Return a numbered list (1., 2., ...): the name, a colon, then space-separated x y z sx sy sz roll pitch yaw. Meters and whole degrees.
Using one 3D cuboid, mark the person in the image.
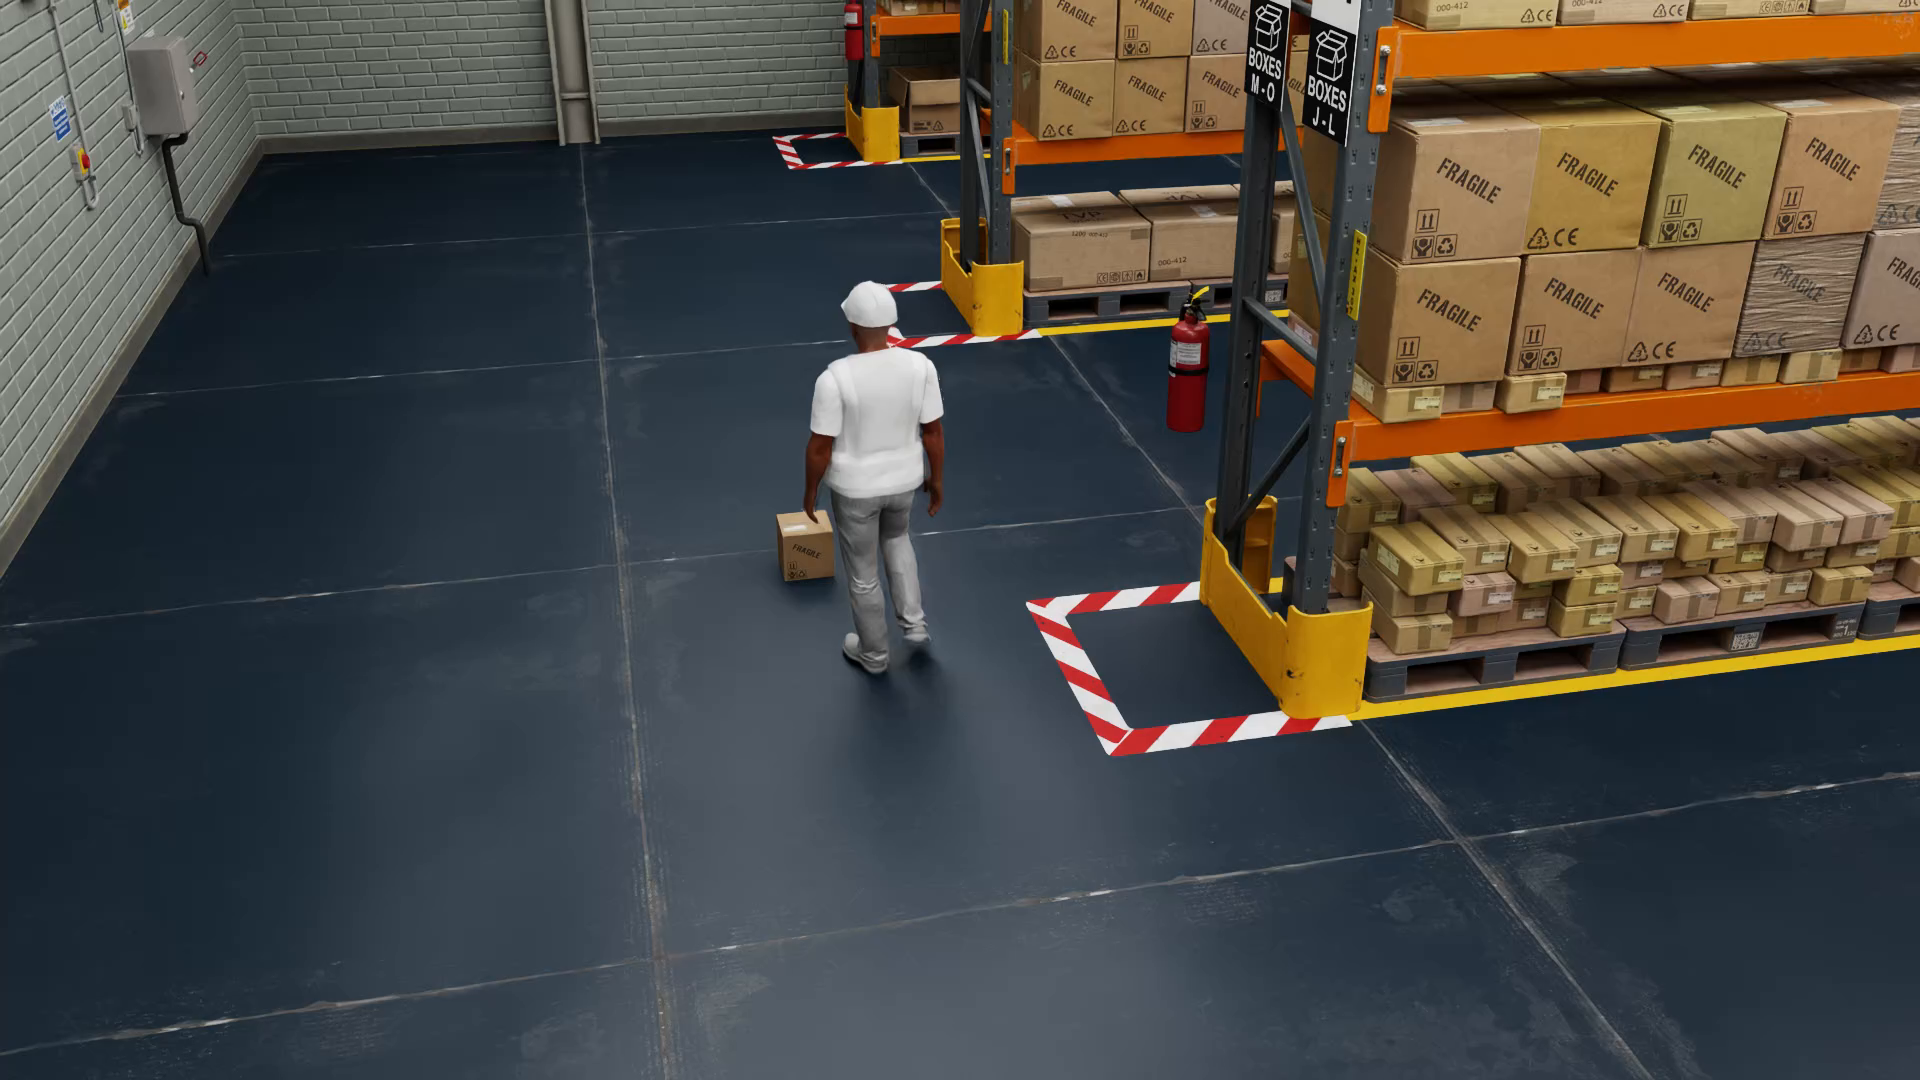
1. person: -0.389 -0.258 7.092 0.589 1.767 0.435 -12 29 -23
